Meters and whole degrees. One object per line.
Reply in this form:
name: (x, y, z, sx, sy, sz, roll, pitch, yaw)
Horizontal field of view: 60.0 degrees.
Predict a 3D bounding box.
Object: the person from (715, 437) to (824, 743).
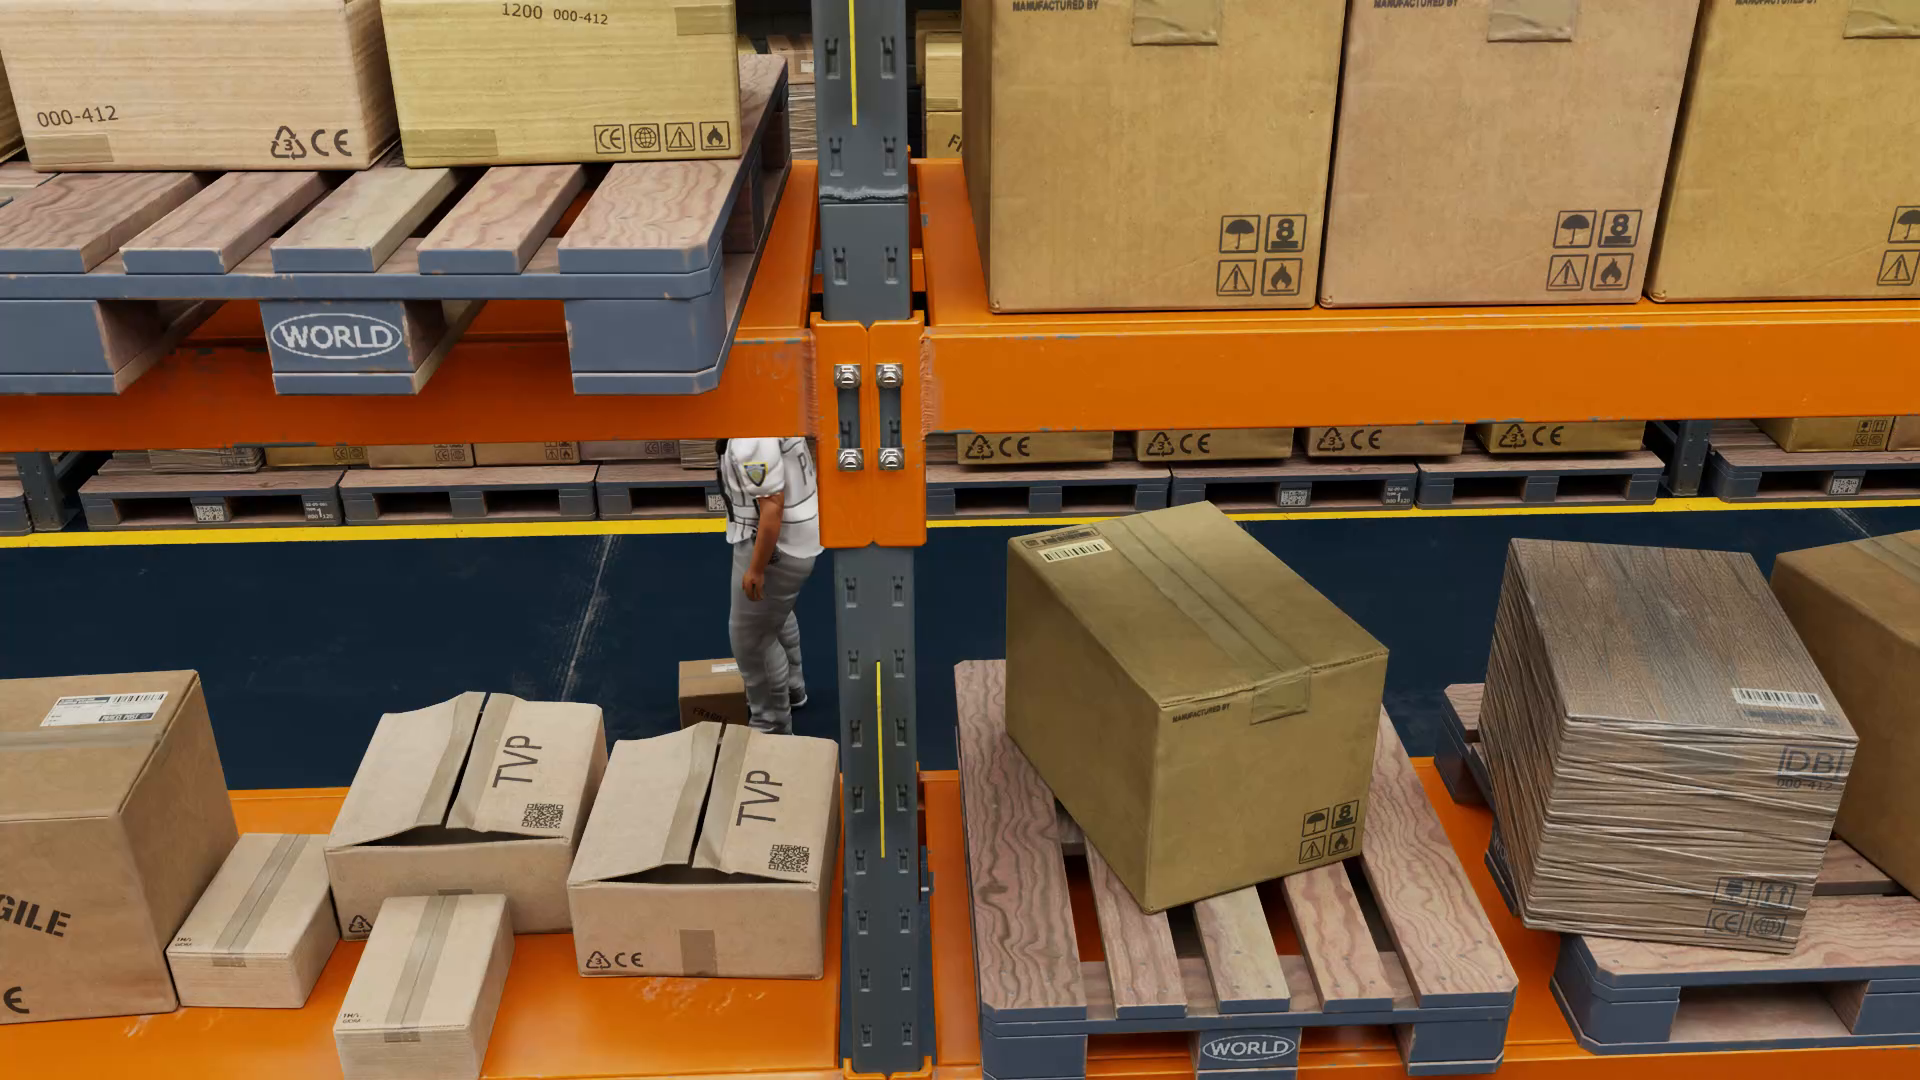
person: (-0.735, 0.002, 6.109, 0.471, 1.666, 0.553, -2, 28, -4)
